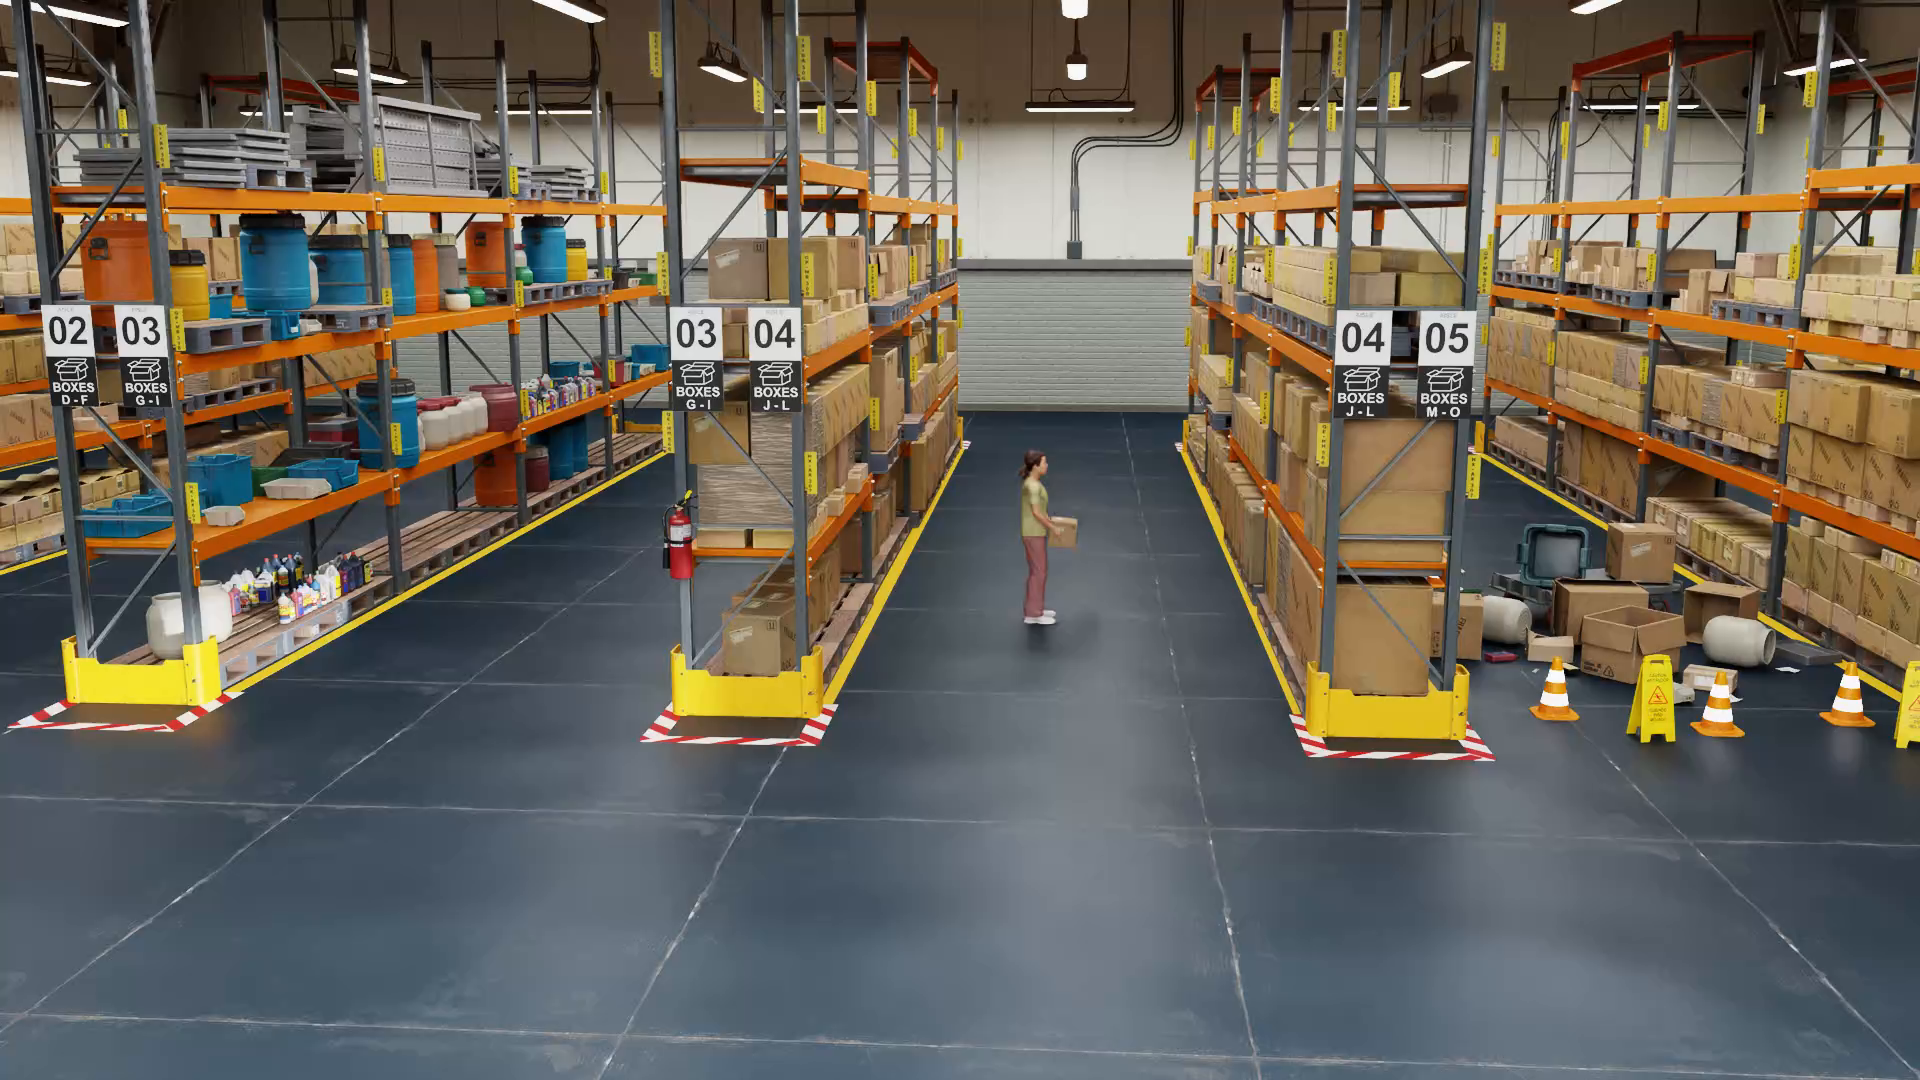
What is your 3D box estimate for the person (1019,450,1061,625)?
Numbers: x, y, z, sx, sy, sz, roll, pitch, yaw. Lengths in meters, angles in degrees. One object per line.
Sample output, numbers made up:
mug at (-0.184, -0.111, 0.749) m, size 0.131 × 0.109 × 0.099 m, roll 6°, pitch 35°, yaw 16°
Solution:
person at (0.773, -0.038, 16.121) m, size 0.435 × 1.675 × 0.468 m, roll 1°, pitch 11°, yaw 3°
